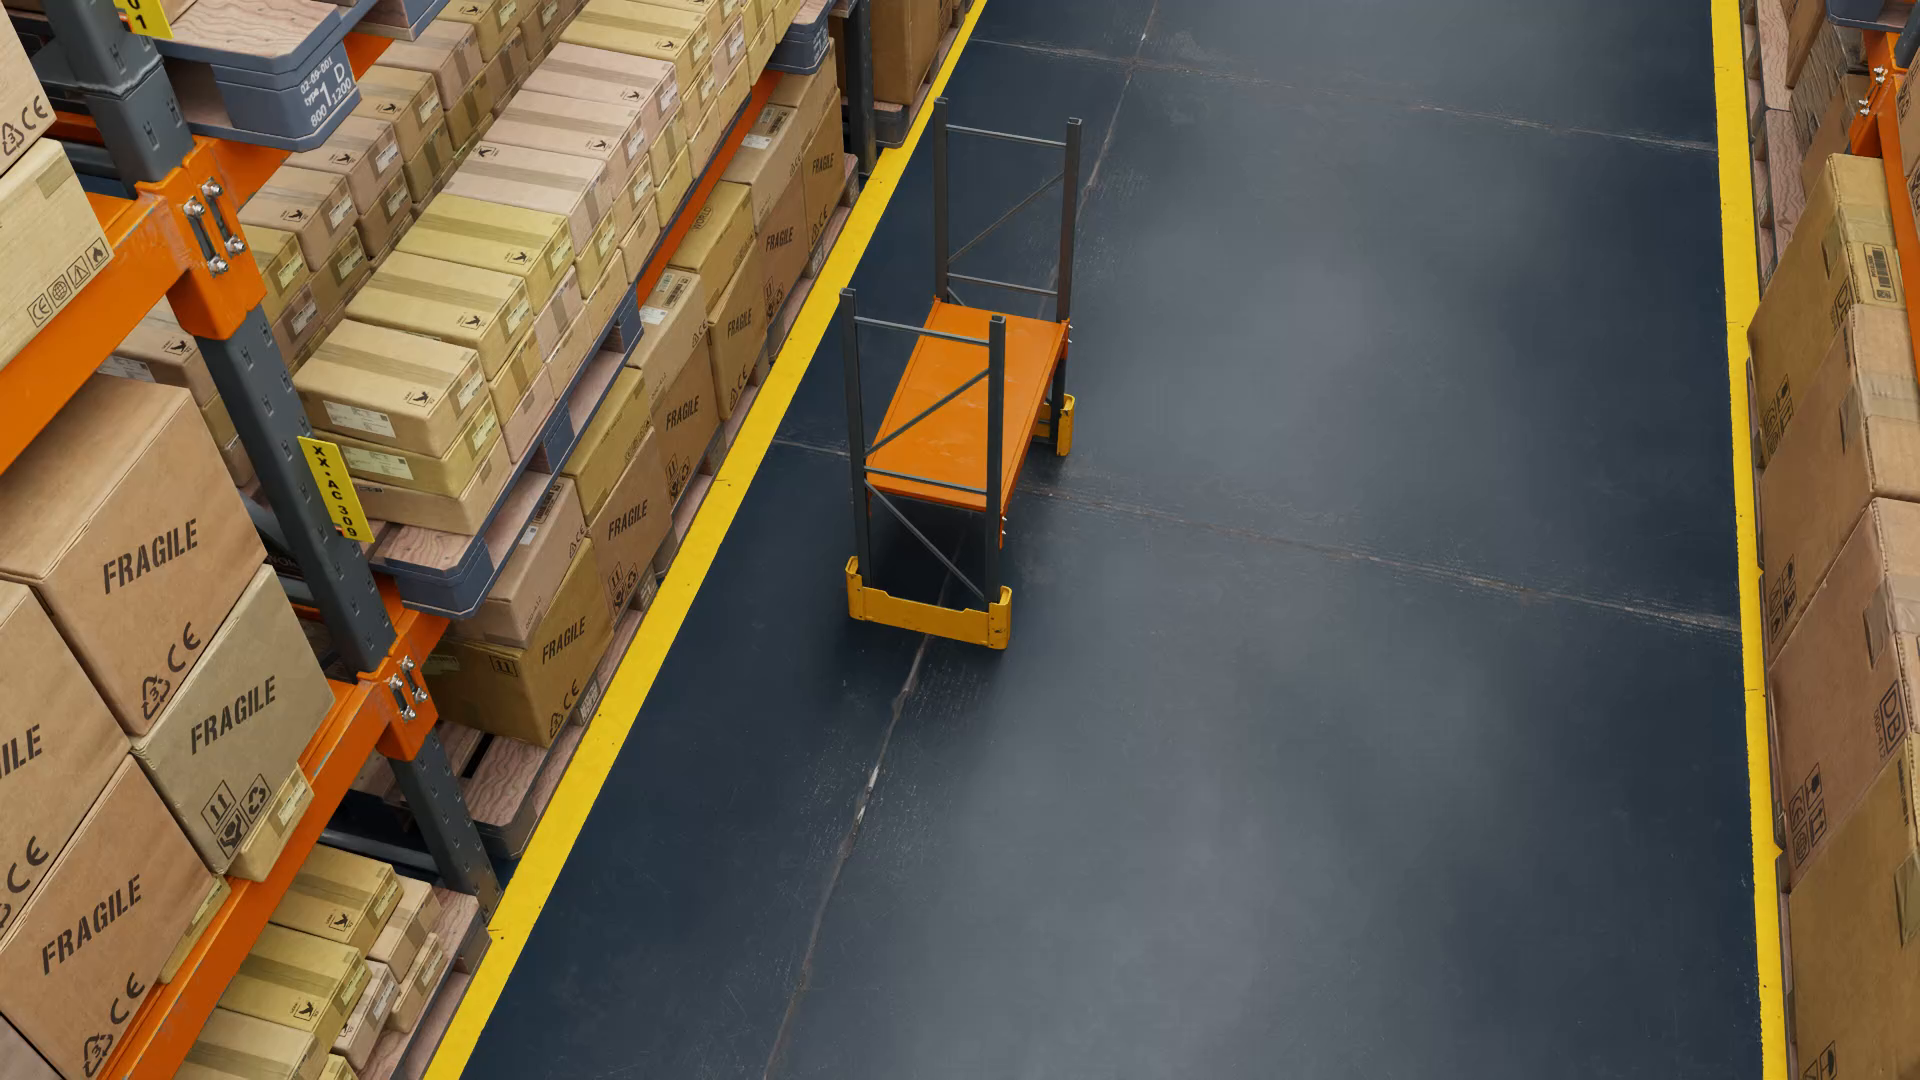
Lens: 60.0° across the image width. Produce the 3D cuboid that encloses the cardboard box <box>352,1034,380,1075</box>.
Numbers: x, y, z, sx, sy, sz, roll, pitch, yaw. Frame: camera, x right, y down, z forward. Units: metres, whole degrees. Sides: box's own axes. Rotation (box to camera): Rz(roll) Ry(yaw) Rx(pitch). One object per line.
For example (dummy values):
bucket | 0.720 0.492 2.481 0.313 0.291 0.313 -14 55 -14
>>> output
cardboard box | -1.864 1.401 4.634 0.380 0.149 0.250 13 50 11

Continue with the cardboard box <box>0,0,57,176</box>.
cardboard box | -1.816 -0.650 2.589 0.500 0.250 0.500 9 49 8

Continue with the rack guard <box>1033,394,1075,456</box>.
rack guard | 0.151 -0.498 6.523 0.587 0.250 0.087 12 50 10

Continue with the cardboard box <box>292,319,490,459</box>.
cardboard box | -1.393 -0.373 4.069 0.380 0.149 0.250 14 50 12

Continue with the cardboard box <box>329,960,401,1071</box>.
cardboard box | -1.775 1.269 4.552 0.380 0.149 0.250 9 49 8

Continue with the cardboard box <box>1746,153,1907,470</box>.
cardboard box | 3.670 -0.708 6.011 1.225 0.875 0.875 9 49 8

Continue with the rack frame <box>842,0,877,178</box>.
rack frame | -0.887 -2.819 6.737 1.000 3.000 0.127 12 50 10

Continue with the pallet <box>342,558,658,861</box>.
pallet | -1.736 0.434 5.727 1.003 0.211 1.213 12 50 10

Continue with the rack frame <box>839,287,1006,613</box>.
rack frame | -0.111 -0.190 5.418 0.500 1.500 0.032 12 50 10

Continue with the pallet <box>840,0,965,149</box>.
pallet | -0.607 -2.452 8.273 1.003 0.211 1.213 12 50 10

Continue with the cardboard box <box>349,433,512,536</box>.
cardboard box | -1.393 -0.176 4.292 0.380 0.149 0.250 9 49 8

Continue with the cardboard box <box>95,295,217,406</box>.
cardboard box | -2.023 -0.507 4.188 0.380 0.149 0.250 14 50 12

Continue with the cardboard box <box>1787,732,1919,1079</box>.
cardboard box | 2.968 1.223 4.307 1.225 0.875 0.875 12 50 10

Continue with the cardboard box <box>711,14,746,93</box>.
cardboard box | -0.915 -1.593 5.344 0.380 0.149 0.250 13 50 11

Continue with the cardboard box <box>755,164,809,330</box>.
cardboard box | -0.948 -1.228 6.721 0.500 0.500 0.500 13 50 12

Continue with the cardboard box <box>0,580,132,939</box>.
cardboard box | -1.934 0.380 2.982 0.500 0.500 0.500 10 49 9

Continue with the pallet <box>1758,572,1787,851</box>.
pallet | 3.268 0.591 5.588 1.003 0.211 1.213 12 50 10

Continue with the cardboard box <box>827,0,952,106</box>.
cardboard box | -0.640 -2.636 7.796 1.050 0.750 0.750 11 49 10

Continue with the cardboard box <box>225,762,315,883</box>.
cardboard box | -1.752 0.618 3.872 0.380 0.149 0.250 10 49 9

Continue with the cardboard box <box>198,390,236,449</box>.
cardboard box | -2.026 -0.407 4.297 0.380 0.149 0.250 13 50 11

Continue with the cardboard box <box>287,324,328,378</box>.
cardboard box | -1.959 -0.496 4.575 0.380 0.149 0.250 12 50 10

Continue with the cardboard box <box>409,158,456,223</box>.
cardboard box | -1.757 -1.059 5.072 0.380 0.149 0.250 10 49 8

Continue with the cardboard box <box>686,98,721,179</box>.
cardboard box | -0.985 -1.303 5.287 0.380 0.149 0.250 10 49 8

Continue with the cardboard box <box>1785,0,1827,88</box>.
cardboard box | 4.305 -2.389 7.732 0.700 0.500 0.500 15 50 13

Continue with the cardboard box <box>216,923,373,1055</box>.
cardboard box | -1.811 1.183 4.430 0.380 0.149 0.250 12 50 11

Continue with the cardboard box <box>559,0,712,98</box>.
cardboard box | -0.986 -1.504 5.067 0.380 0.149 0.250 13 50 11

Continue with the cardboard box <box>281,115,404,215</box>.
cardboard box | -1.814 -1.078 4.692 0.380 0.149 0.250 11 50 10

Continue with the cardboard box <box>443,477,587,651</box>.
cardboard box | -1.491 0.032 5.108 0.500 0.250 0.500 10 49 8

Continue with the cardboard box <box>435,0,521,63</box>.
cardboard box | -1.609 -1.645 5.192 0.380 0.149 0.250 11 49 10

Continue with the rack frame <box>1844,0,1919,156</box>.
rack frame | 3.871 -1.767 5.809 1.000 3.000 0.127 12 50 10

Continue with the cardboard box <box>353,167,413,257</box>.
cardboard box | -1.822 -0.975 4.799 0.380 0.149 0.250 10 49 9

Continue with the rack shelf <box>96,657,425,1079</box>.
rack shelf | -2.466 1.759 3.177 1.077 0.370 4.000 12 50 10

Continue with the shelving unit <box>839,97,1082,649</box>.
shelving unit | 0.020 -0.551 5.736 0.587 1.500 1.083 12 50 10

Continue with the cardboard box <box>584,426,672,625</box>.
cardboard box | -1.352 -0.103 5.727 0.500 0.500 0.500 14 50 12

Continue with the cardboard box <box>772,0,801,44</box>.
cardboard box | -0.777 -1.882 5.798 0.380 0.149 0.250 11 49 10

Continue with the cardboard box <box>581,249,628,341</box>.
cardboard box | -1.189 -0.739 4.789 0.380 0.149 0.250 12 50 10

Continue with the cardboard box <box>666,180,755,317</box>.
cardboard box | -1.086 -1.101 6.108 0.500 0.250 0.500 13 50 11

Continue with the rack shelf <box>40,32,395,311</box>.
rack shelf | -1.414 -2.127 4.606 1.077 0.370 4.000 12 50 10

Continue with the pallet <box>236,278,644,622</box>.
pallet | -1.598 -0.386 4.718 1.003 0.211 1.213 12 50 10

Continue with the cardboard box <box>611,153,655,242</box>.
cardboard box | -1.122 -1.033 4.850 0.380 0.149 0.250 13 50 12

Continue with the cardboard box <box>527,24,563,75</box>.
cardboard box | -1.547 -1.632 5.577 0.380 0.149 0.250 12 50 11

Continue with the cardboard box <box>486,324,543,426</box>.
cardboard box | -1.326 -0.462 4.346 0.380 0.149 0.250 11 49 9

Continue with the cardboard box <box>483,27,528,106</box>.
cardboard box | -1.613 -1.536 5.294 0.380 0.149 0.250 13 50 11

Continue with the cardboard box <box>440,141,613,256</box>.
cardboard box | -1.187 -0.941 4.570 0.380 0.149 0.250 11 49 10

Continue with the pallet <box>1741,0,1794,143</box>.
pallet | 4.401 -2.289 8.129 1.003 0.211 1.213 12 50 10
